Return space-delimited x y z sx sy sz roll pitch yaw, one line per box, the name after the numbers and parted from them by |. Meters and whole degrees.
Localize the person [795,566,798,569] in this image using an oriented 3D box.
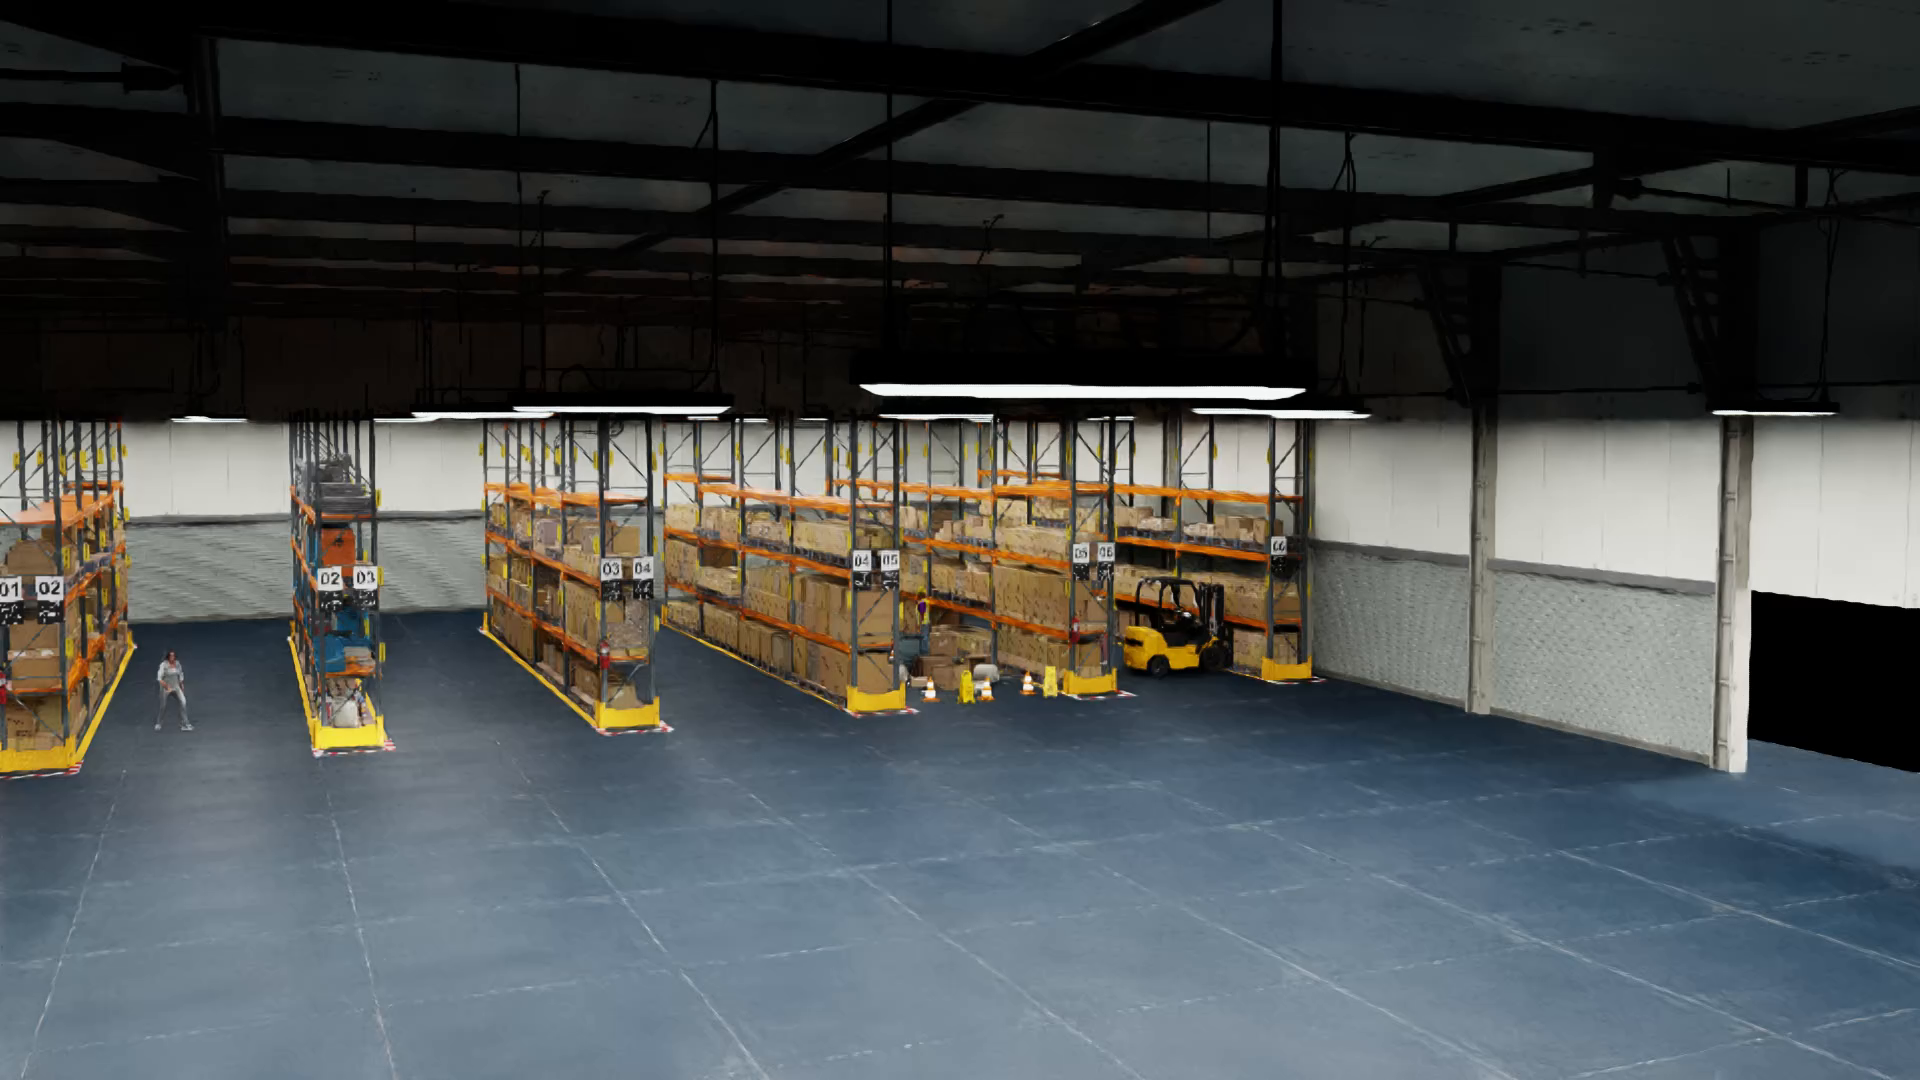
-4.884 1.398 49.255 0.537 1.747 0.653 -3 5 -38 | person

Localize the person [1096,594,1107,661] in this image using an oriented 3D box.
3.384 2.070 39.545 0.437 1.603 0.532 1 4 7 | person

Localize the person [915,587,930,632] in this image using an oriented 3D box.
-0.975 2.014 40.173 0.511 1.764 0.669 0 4 1 | person
